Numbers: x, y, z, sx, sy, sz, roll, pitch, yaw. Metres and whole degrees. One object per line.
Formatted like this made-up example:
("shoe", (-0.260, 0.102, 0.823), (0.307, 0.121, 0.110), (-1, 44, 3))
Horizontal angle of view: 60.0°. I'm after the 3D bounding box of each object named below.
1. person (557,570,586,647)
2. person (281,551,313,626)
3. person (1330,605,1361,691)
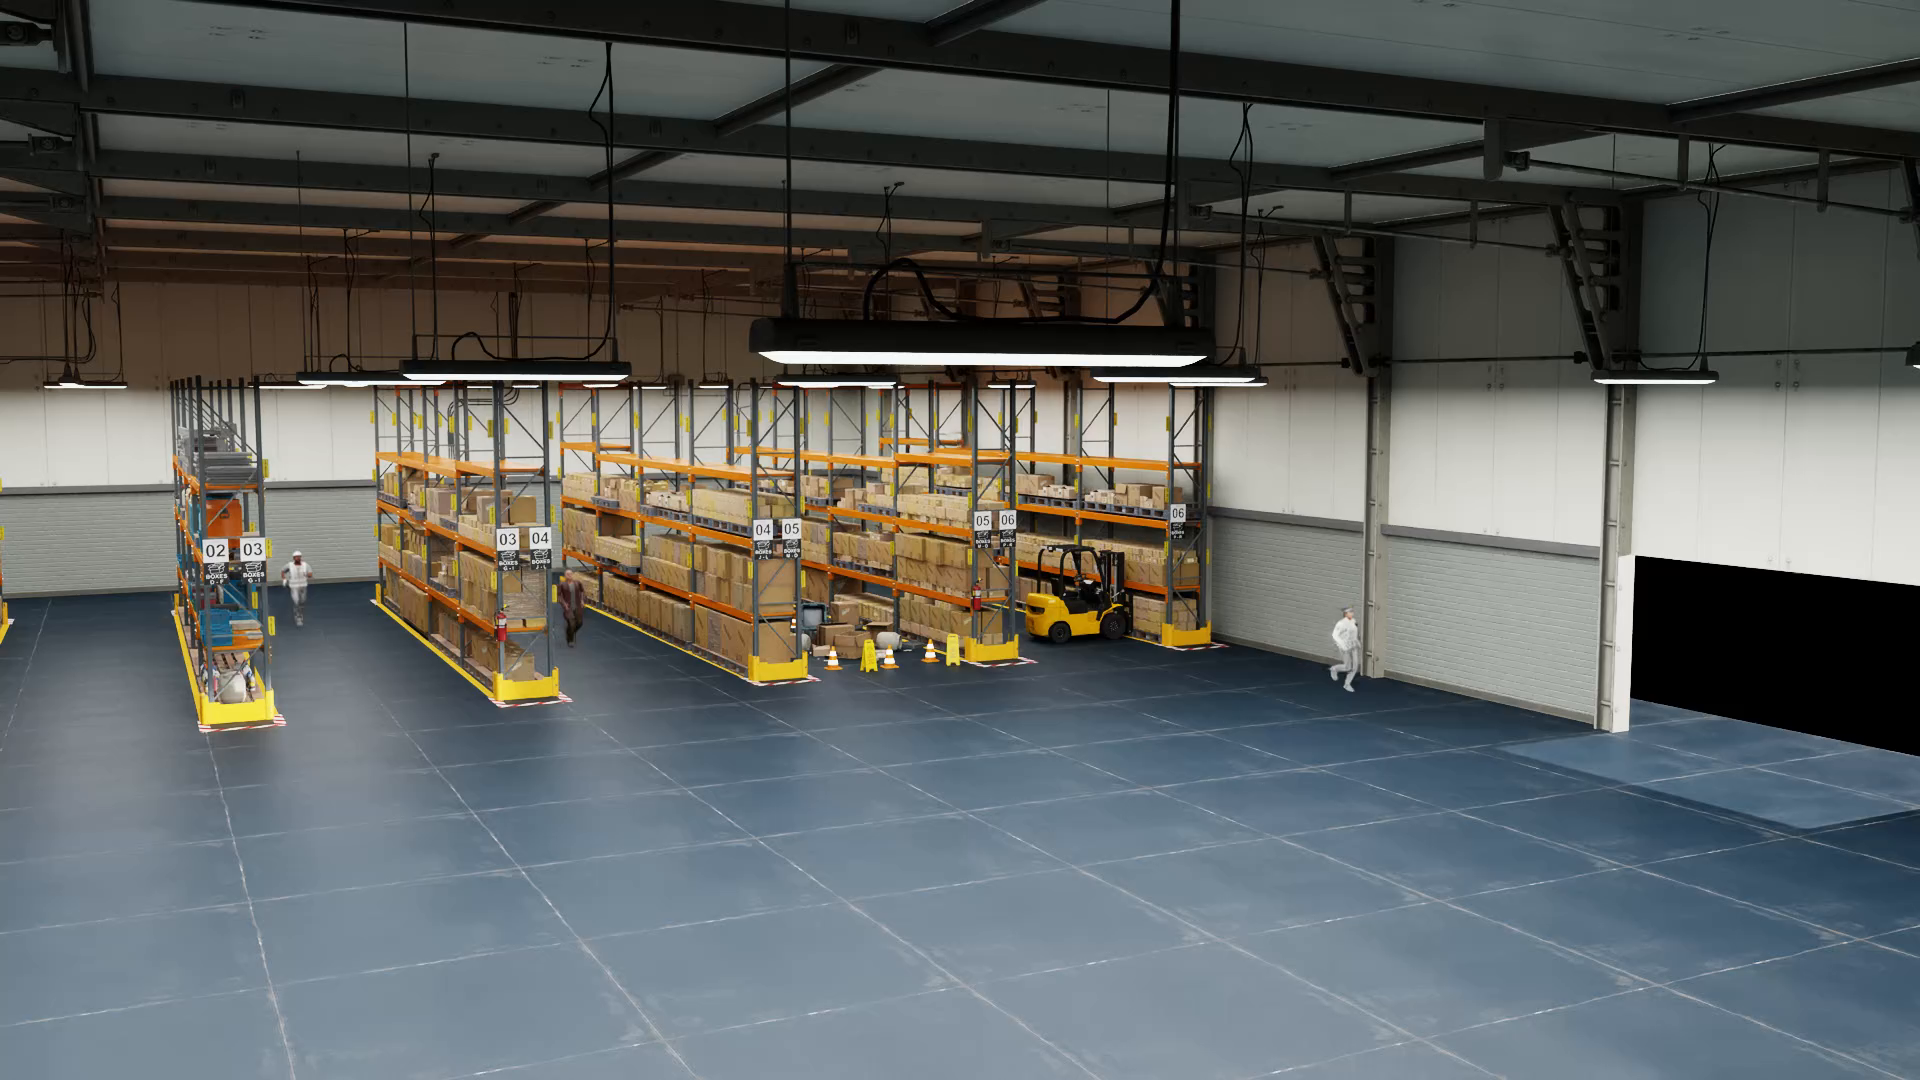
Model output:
("person", (-8.748, 1.535, 37.423), (0.716, 1.741, 0.572), (-3, 6, -32))
("person", (-16.270, 1.173, 40.890), (0.678, 1.804, 0.934), (-4, 6, -37))
("person", (7.435, 2.068, 32.078), (0.630, 1.661, 0.585), (-3, 6, -32))
